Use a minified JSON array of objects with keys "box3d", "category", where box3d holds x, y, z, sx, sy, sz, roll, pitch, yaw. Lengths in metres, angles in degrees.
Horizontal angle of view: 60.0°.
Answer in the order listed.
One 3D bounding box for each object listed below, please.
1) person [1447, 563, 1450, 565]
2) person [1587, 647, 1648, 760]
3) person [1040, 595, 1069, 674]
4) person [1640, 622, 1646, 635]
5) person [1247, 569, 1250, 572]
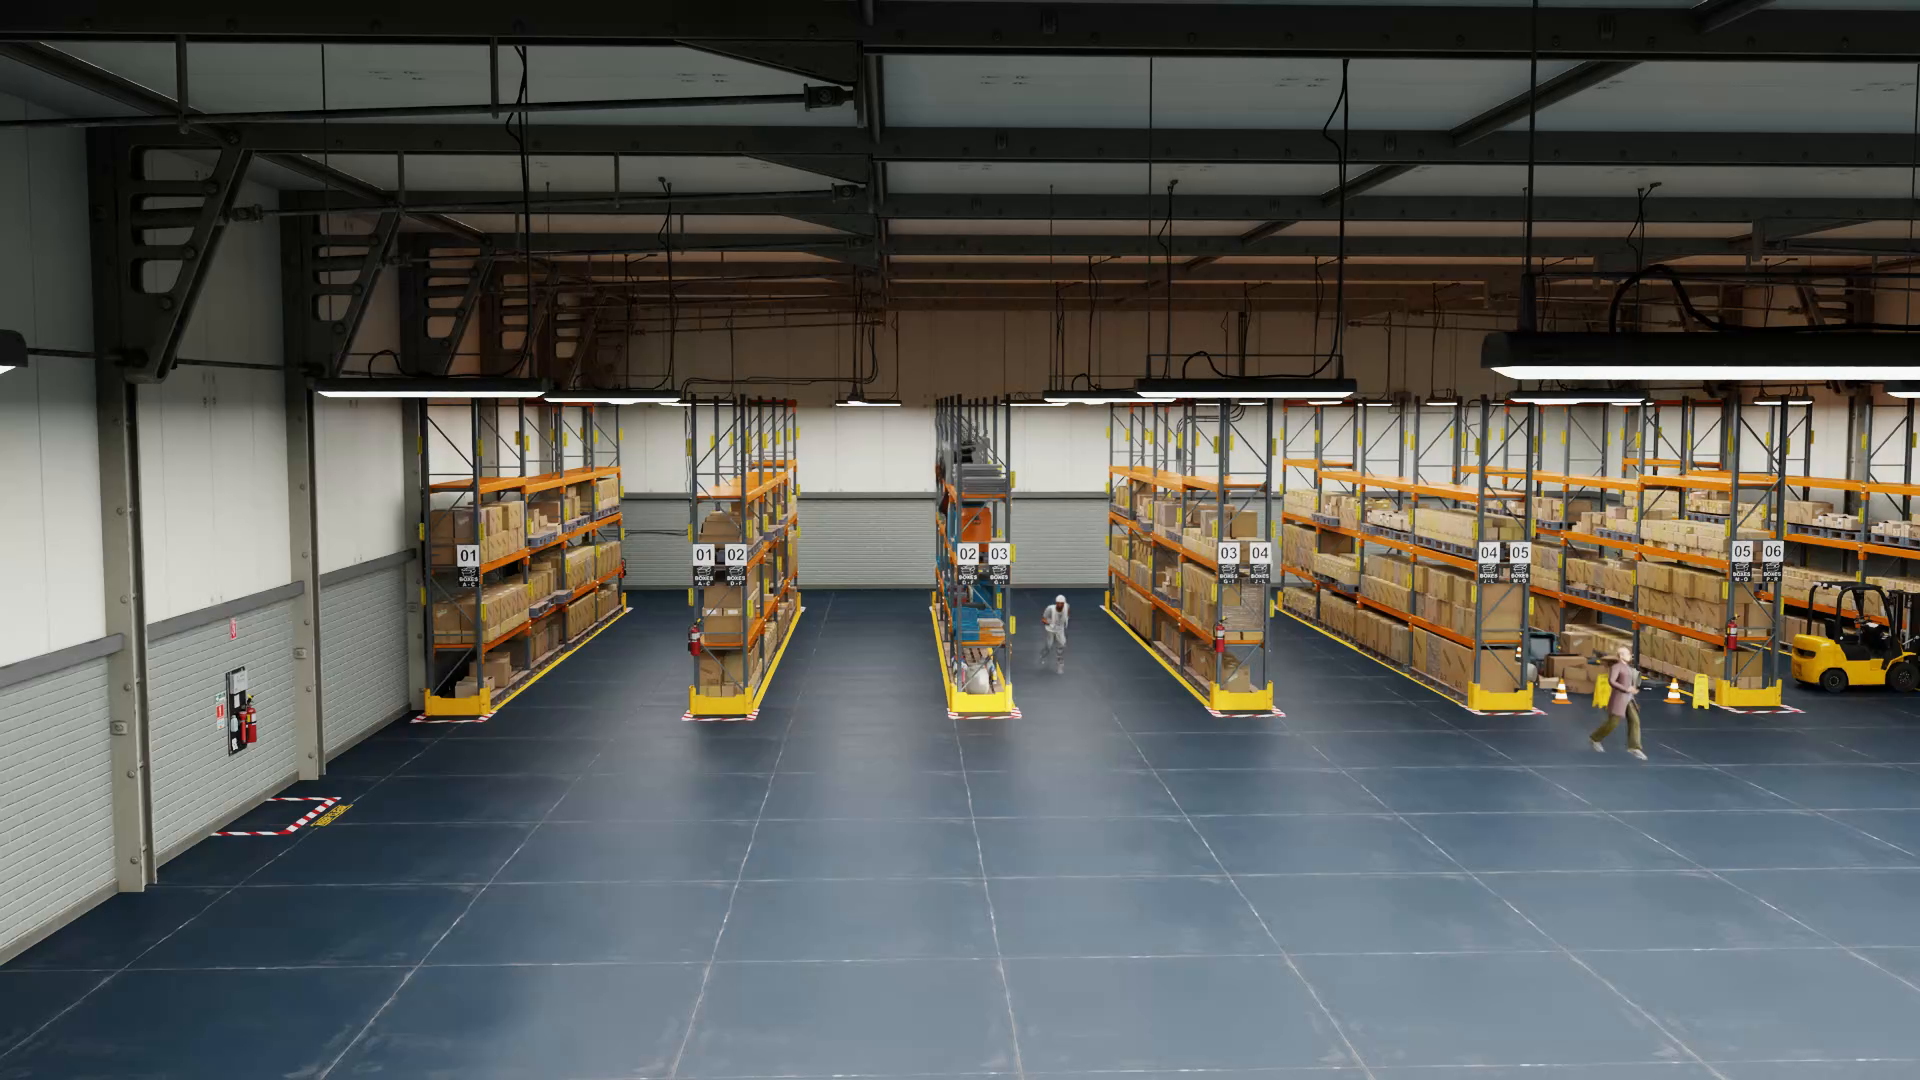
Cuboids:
[{"box3d":[14.603,1.011,49.238,0.595,1.674,0.660,-1,5,-12],"category":"person"},{"box3d":[10.922,2.671,27.460,0.750,1.801,1.012,-4,6,-41],"category":"person"},{"box3d":[2.043,2.033,36.415,0.728,1.729,1.055,-2,5,-25],"category":"person"},{"box3d":[16.500,1.784,40.174,0.525,1.562,0.527,-1,5,-10],"category":"person"},{"box3d":[8.654,1.048,48.339,0.751,1.738,0.818,3,6,37],"category":"person"}]
